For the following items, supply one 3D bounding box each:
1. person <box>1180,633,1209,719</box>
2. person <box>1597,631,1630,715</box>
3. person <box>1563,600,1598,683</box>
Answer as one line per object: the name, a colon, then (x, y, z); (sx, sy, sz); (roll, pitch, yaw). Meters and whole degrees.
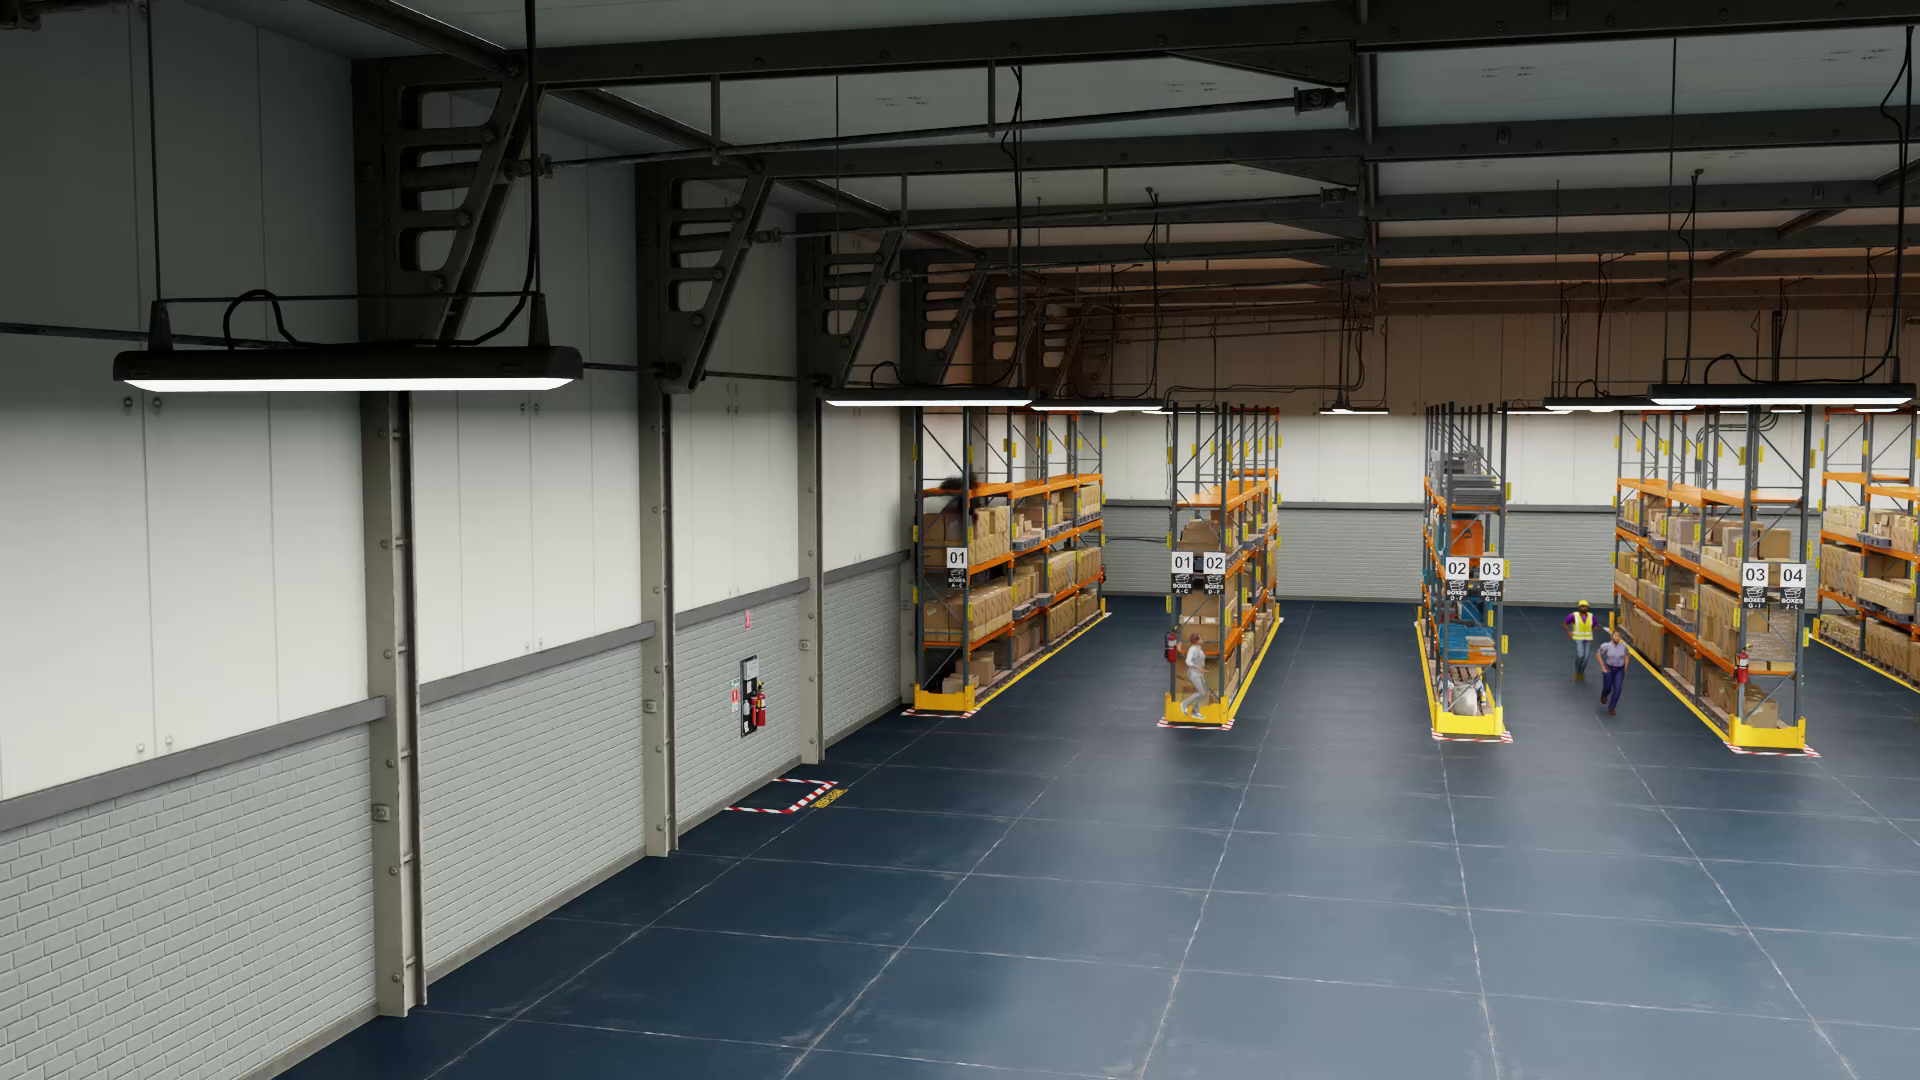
person: (4.238, 2.443, 29.979); (0.502, 1.553, 0.534); (2, 5, 25)
person: (12.678, 2.552, 32.270); (0.627, 1.620, 0.651); (0, 4, 7)
person: (13.464, 2.197, 35.961); (0.674, 1.795, 0.683); (0, 4, 3)
